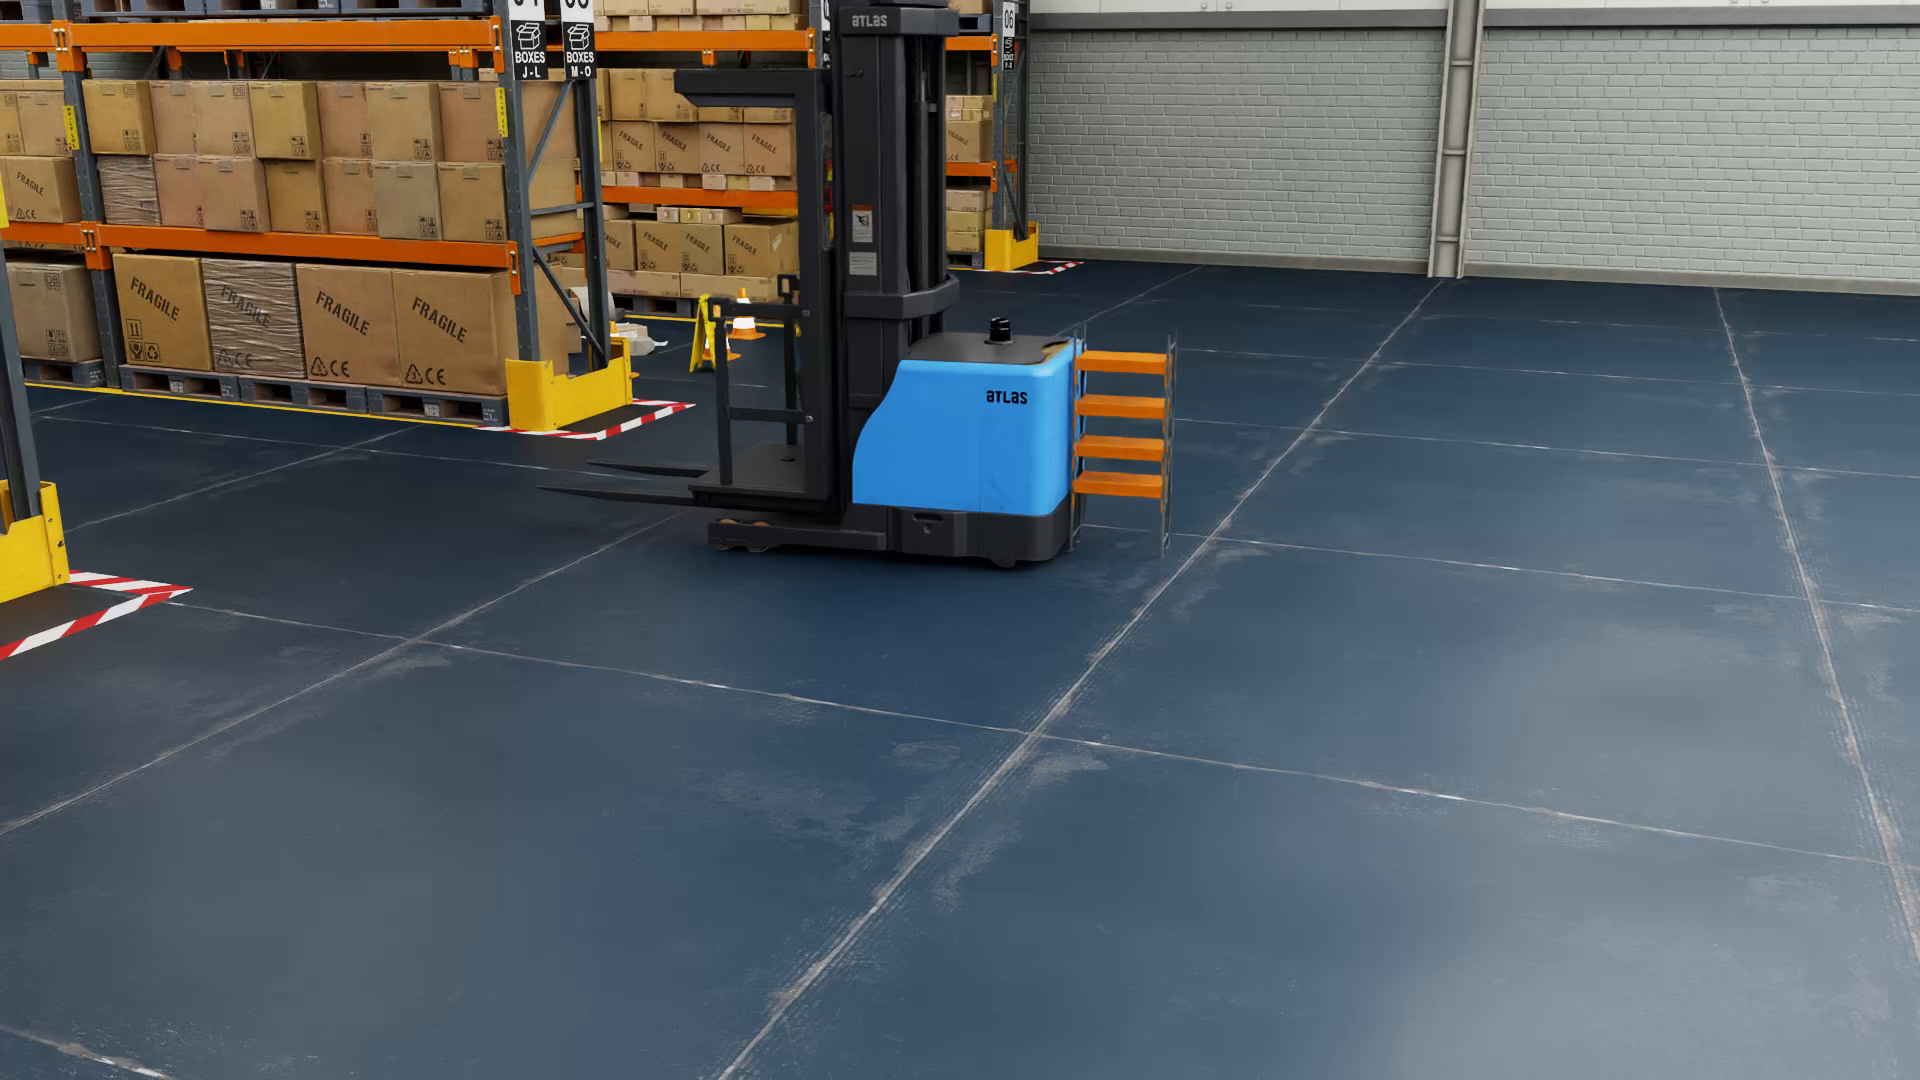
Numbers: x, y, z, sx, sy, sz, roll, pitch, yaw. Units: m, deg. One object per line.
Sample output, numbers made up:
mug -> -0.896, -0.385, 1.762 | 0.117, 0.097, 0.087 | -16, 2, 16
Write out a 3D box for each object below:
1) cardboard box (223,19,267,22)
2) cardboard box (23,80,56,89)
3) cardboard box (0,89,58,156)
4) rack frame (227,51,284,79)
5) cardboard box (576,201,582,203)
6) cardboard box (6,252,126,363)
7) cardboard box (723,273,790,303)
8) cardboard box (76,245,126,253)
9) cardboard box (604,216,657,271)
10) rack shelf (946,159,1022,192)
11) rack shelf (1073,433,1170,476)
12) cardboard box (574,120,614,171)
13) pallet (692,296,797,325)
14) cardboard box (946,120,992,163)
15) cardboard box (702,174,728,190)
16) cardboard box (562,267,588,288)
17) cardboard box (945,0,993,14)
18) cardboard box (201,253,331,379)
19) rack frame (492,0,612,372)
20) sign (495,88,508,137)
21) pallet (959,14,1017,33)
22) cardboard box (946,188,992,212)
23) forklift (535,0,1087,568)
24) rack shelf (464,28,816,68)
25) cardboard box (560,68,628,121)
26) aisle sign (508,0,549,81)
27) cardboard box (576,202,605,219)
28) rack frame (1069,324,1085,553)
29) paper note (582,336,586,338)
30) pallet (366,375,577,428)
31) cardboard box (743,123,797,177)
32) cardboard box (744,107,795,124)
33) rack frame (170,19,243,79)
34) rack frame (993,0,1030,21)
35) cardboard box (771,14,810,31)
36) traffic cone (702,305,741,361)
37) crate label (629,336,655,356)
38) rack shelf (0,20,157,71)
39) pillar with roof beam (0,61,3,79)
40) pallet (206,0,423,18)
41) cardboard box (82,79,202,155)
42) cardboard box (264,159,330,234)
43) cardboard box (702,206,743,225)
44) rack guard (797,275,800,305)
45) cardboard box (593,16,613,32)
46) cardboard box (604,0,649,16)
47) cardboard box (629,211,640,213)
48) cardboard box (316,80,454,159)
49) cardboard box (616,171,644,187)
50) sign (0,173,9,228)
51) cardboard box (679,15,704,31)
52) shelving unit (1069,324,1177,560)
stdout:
cardboard box -> -7.743, -5.877, 18.479 | 0.500, 0.500, 0.700 | 6, 17, 21
cardboard box -> -10.605, -5.158, 19.588 | 0.500, 0.500, 0.500 | 6, 17, 20
cardboard box -> -7.565, -3.415, 13.582 | 0.500, 0.500, 0.700 | 6, 17, 20
rack frame -> -10.524, -6.185, 25.099 | 0.127, 3.000, 1.000 | 6, 17, 21
cardboard box -> -4.991, -4.636, 23.270 | 0.625, 0.625, 0.875 | 6, 17, 18
cardboard box -> -7.232, -1.946, 13.780 | 0.750, 0.750, 1.050 | 6, 17, 20
cardboard box -> -2.052, -2.566, 16.813 | 0.500, 0.250, 0.500 | 6, 17, 20
cardboard box -> -10.061, -3.854, 20.127 | 0.875, 0.875, 0.875 | 7, 17, 21
cardboard box -> -3.466, -3.085, 17.253 | 0.500, 0.500, 0.500 | 7, 18, 24
rack shelf -> -1.221, -4.817, 21.676 | 4.000, 0.370, 1.077 | 6, 17, 21
rack shelf -> 0.862, -0.458, 8.839 | 0.480, 0.148, 0.258 | 4, 17, 15
cardboard box -> -3.655, -4.053, 17.040 | 0.500, 0.500, 0.500 | 6, 17, 20
pallet -> -1.992, -2.431, 17.168 | 1.213, 0.211, 1.003 | 6, 17, 21
cardboard box -> 0.085, -4.988, 20.795 | 0.500, 0.500, 0.500 | 6, 17, 19
cardboard box -> -2.363, -3.579, 16.574 | 0.250, 0.149, 0.380 | 7, 17, 22
cardboard box -> -3.949, -2.778, 17.542 | 0.500, 0.250, 0.500 | 7, 18, 24
cardboard box -> 0.138, -6.678, 20.304 | 0.500, 0.500, 0.500 | 7, 18, 22
cardboard box -> -5.223, -1.793, 13.026 | 0.875, 0.875, 0.875 | 6, 17, 21
rack frame -> -2.901, -2.376, 11.977 | 0.127, 3.000, 1.000 | 6, 17, 21
sign -> -3.113, -2.906, 11.303 | 0.005, 0.325, 0.100 | 6, 17, 21
pallet -> -0.009, -6.435, 20.737 | 1.213, 0.211, 1.003 | 6, 17, 21
cardboard box -> 0.096, -4.285, 20.940 | 0.500, 0.250, 0.500 | 7, 18, 22
forklift -> -0.865, -1.474, 8.994 | 3.031, 2.935, 1.130 | 4, 17, 15
rack shelf -> -3.039, -4.970, 16.822 | 4.000, 0.370, 1.077 | 6, 17, 21
cardboard box -> -3.646, -4.533, 16.900 | 0.500, 0.500, 0.700 | 6, 17, 19
aisle sign -> -2.945, -3.539, 11.322 | 0.004, 0.787, 0.394 | 6, 17, 21
cardboard box -> -3.877, -3.421, 17.248 | 0.250, 0.149, 0.380 | 7, 18, 23
rack frame -> 0.627, -0.540, 8.883 | 0.015, 1.200, 0.240 | 4, 17, 15
paper note -> -3.523, -1.945, 15.838 | 0.142, 0.019, 0.148 | 14, 21, 40
pallet -> -3.673, -1.098, 12.578 | 1.213, 0.211, 1.003 | 6, 17, 21
cardboard box -> -1.785, -3.845, 16.325 | 0.500, 0.500, 0.500 | 6, 17, 20
cardboard box -> -1.734, -4.337, 16.225 | 0.500, 0.500, 0.700 | 6, 17, 19
rack frame -> -8.621, -4.488, 19.254 | 0.127, 3.000, 1.000 | 6, 17, 21
rack frame -> 0.639, -7.839, 20.034 | 0.127, 3.000, 1.000 | 6, 17, 21
cardboard box -> -1.613, -4.954, 15.928 | 0.250, 0.149, 0.380 | 6, 17, 21
traffic cone -> -2.143, -1.838, 14.676 | 0.334, 0.463, 0.336 | 6, 17, 21
crate label -> -2.897, -1.746, 14.943 | 0.298, 0.136, 0.250 | -2, 16, -8
rack shelf -> -8.482, -4.085, 13.773 | 4.000, 0.370, 1.077 | 6, 17, 21
pillar with roof beam -> -18.002, -8.868, 23.581 | 0.400, 9.000, 9.100 | 6, 17, 21
pallet -> -4.734, -3.971, 12.252 | 1.213, 0.211, 1.003 | 6, 17, 21
cardboard box -> -6.291, -3.329, 13.054 | 0.550, 0.550, 0.875 | 6, 17, 21
cardboard box -> -4.765, -2.658, 12.680 | 0.500, 0.550, 0.875 | 6, 17, 21
cardboard box -> -2.386, -3.257, 16.683 | 0.250, 0.149, 0.380 | 7, 18, 22
rack guard -> -1.249, -2.477, 16.810 | 0.348, 0.500, 1.175 | 6, 17, 21
cardboard box -> -3.533, -5.149, 16.600 | 0.250, 0.149, 0.380 | 6, 17, 20
cardboard box -> -3.176, -5.318, 16.468 | 0.500, 0.250, 0.500 | 6, 17, 21
cardboard box -> -3.777, -3.278, 17.918 | 0.500, 0.500, 0.500 | 7, 17, 22
cardboard box -> -4.248, -3.139, 12.401 | 0.550, 0.550, 0.875 | 6, 17, 21
cardboard box -> -3.293, -3.691, 16.959 | 0.250, 0.149, 0.380 | 6, 17, 20
sign -> -4.616, -1.656, 7.946 | 0.005, 0.325, 0.100 | 6, 17, 21
cardboard box -> -2.552, -5.063, 16.304 | 0.250, 0.149, 0.380 | 6, 17, 20
shelving unit -> 0.862, -0.522, 8.820 | 0.503, 1.200, 0.258 | 4, 17, 15
